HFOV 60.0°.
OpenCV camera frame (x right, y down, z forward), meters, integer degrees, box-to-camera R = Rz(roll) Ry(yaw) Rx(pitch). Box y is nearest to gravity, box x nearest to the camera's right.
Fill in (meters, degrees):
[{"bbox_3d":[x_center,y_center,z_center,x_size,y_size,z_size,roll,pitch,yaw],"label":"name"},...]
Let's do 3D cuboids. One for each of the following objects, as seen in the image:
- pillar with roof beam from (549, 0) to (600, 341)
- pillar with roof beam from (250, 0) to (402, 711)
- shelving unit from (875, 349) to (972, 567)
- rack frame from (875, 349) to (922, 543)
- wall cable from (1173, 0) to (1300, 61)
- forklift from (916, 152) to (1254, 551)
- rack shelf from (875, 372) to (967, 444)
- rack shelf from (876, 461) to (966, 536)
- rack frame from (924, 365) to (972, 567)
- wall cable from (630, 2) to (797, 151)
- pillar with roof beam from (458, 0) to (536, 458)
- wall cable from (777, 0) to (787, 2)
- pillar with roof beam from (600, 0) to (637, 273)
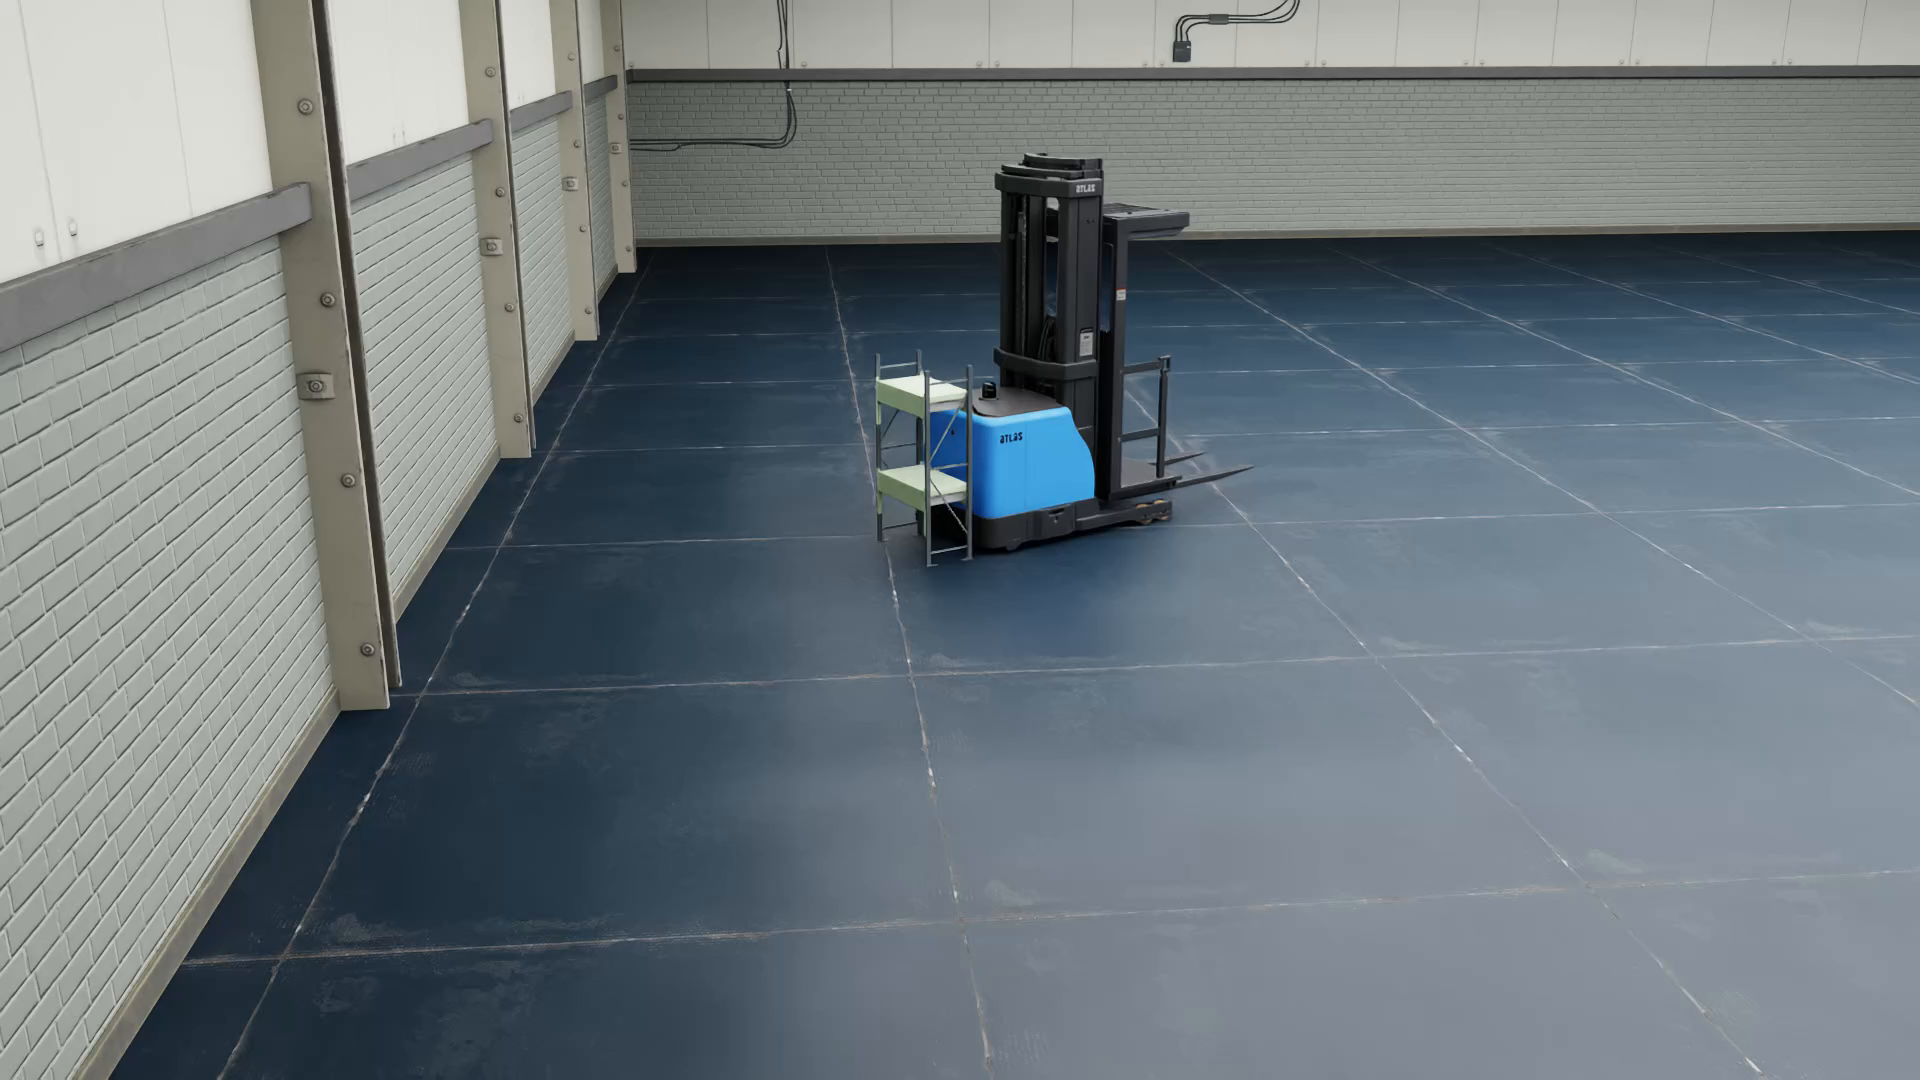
[{"bbox_3d":[-0.557,-7.046,20.596,9.100,9.000,0.400,-2,18,-6],"label":"pillar with roof beam"},{"bbox_3d":[0.681,-3.470,9.208,9.100,9.000,0.400,-2,18,-6],"label":"pillar with roof beam"},{"bbox_3d":[-0.281,-0.637,12.701,0.431,1.500,0.755,-11,20,-31],"label":"shelving unit"},{"bbox_3d":[-0.477,-0.729,12.996,0.400,1.500,0.023,-11,20,-31],"label":"rack frame"},{"bbox_3d":[4.998,-11.530,29.202,2.305,6.003,0.169,-2,18,-6],"label":"wall cable"},{"bbox_3d":[1.135,-1.642,13.515,3.031,2.935,1.130,-12,21,-34],"label":"forklift"},{"bbox_3d":[-0.281,-1.009,12.584,0.431,0.370,0.720,-11,20,-31],"label":"rack shelf"},{"bbox_3d":[-0.281,-0.325,12.798,0.431,0.370,0.720,-11,20,-31],"label":"rack shelf"},{"bbox_3d":[-0.086,-0.544,12.405,0.400,1.500,0.023,-11,20,-31],"label":"rack frame"},{"bbox_3d":[-4.446,-8.137,29.257,3.097,2.526,0.112,-2,18,-6],"label":"wall cable"},{"bbox_3d":[0.062,-5.258,14.902,9.100,9.000,0.400,-2,18,-6],"label":"pillar with roof beam"},{"bbox_3d":[-1.755,-10.631,28.767,3.097,2.526,0.112,-2,18,-6],"label":"wall cable"},{"bbox_3d":[-1.175,-8.833,26.290,9.100,9.000,0.400,-2,18,-6],"label":"pillar with roof beam"}]
